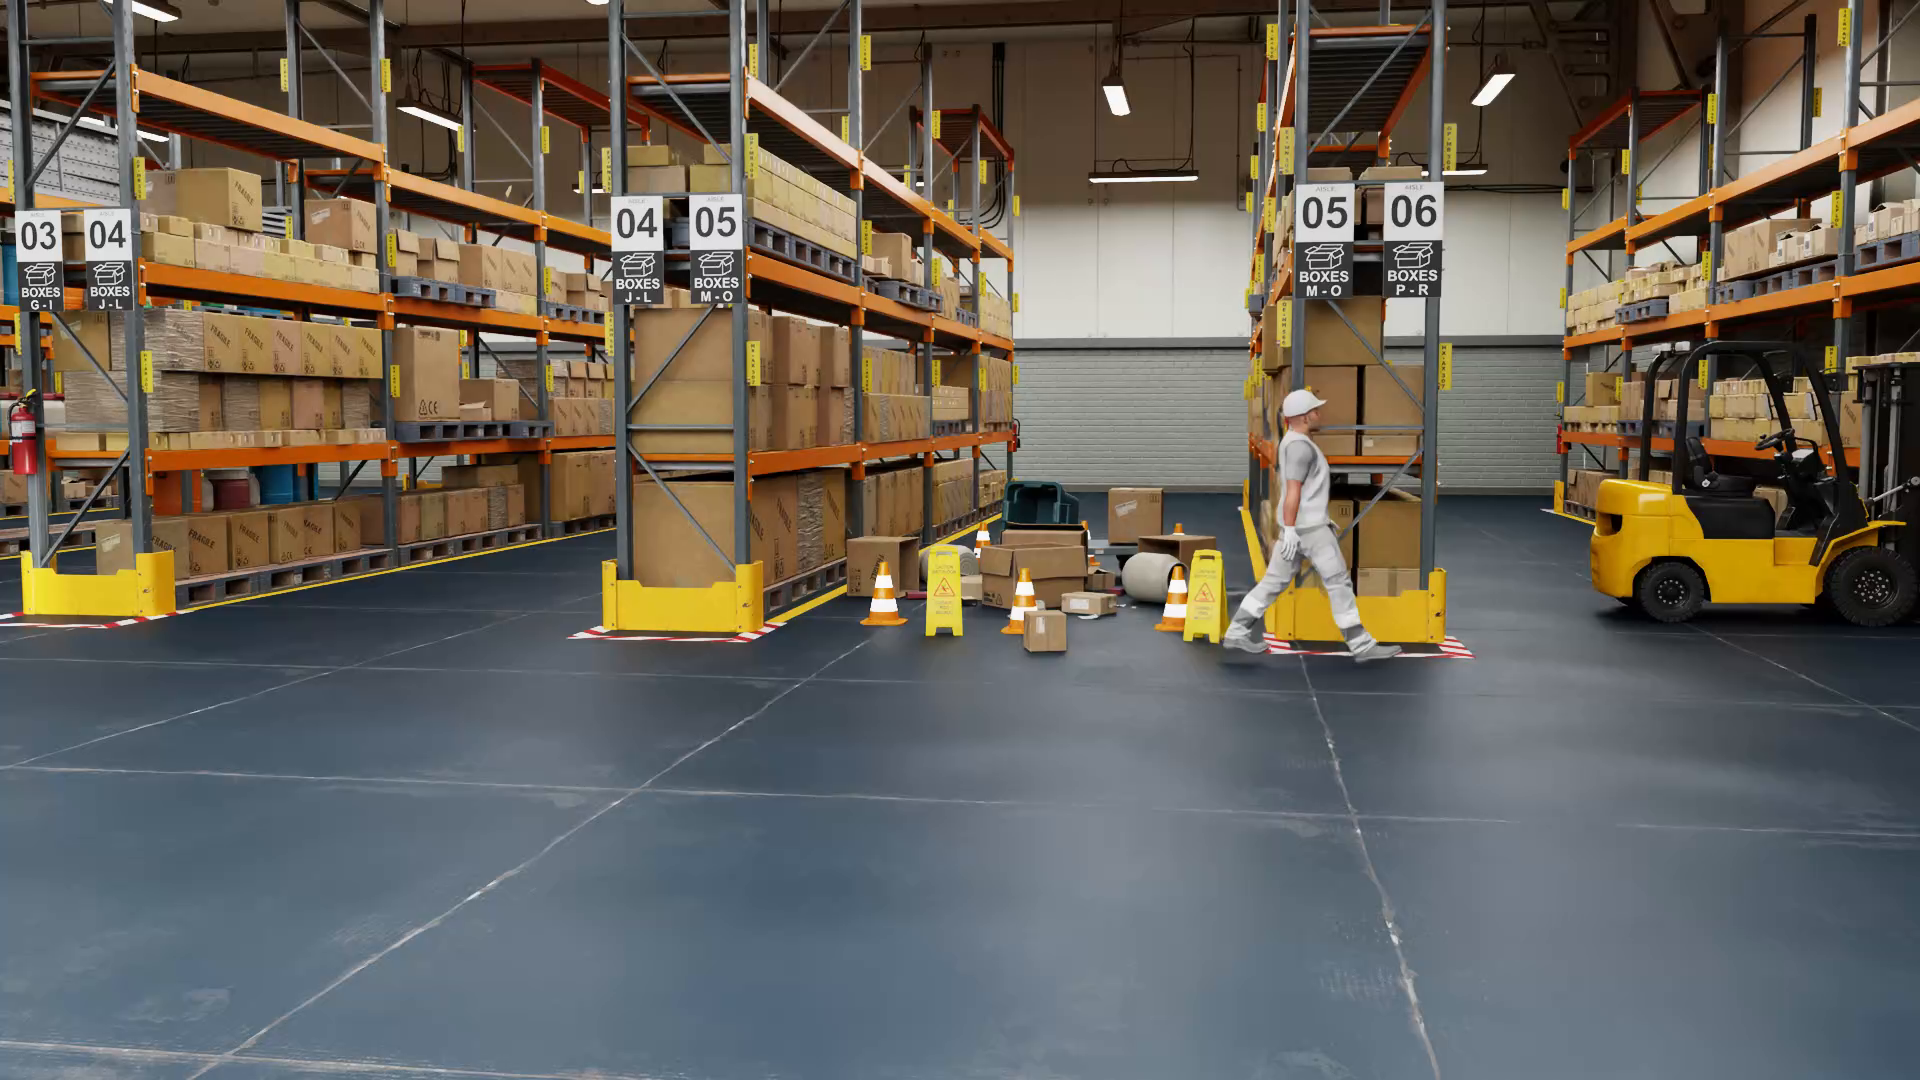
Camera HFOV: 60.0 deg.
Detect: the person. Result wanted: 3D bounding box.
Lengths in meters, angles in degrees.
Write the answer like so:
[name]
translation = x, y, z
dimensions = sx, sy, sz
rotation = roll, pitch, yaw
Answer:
[person]
translation = 2.248, -0.088, 10.602
dimensions = 1.095, 1.734, 0.584
rotation = 0, 4, -2
